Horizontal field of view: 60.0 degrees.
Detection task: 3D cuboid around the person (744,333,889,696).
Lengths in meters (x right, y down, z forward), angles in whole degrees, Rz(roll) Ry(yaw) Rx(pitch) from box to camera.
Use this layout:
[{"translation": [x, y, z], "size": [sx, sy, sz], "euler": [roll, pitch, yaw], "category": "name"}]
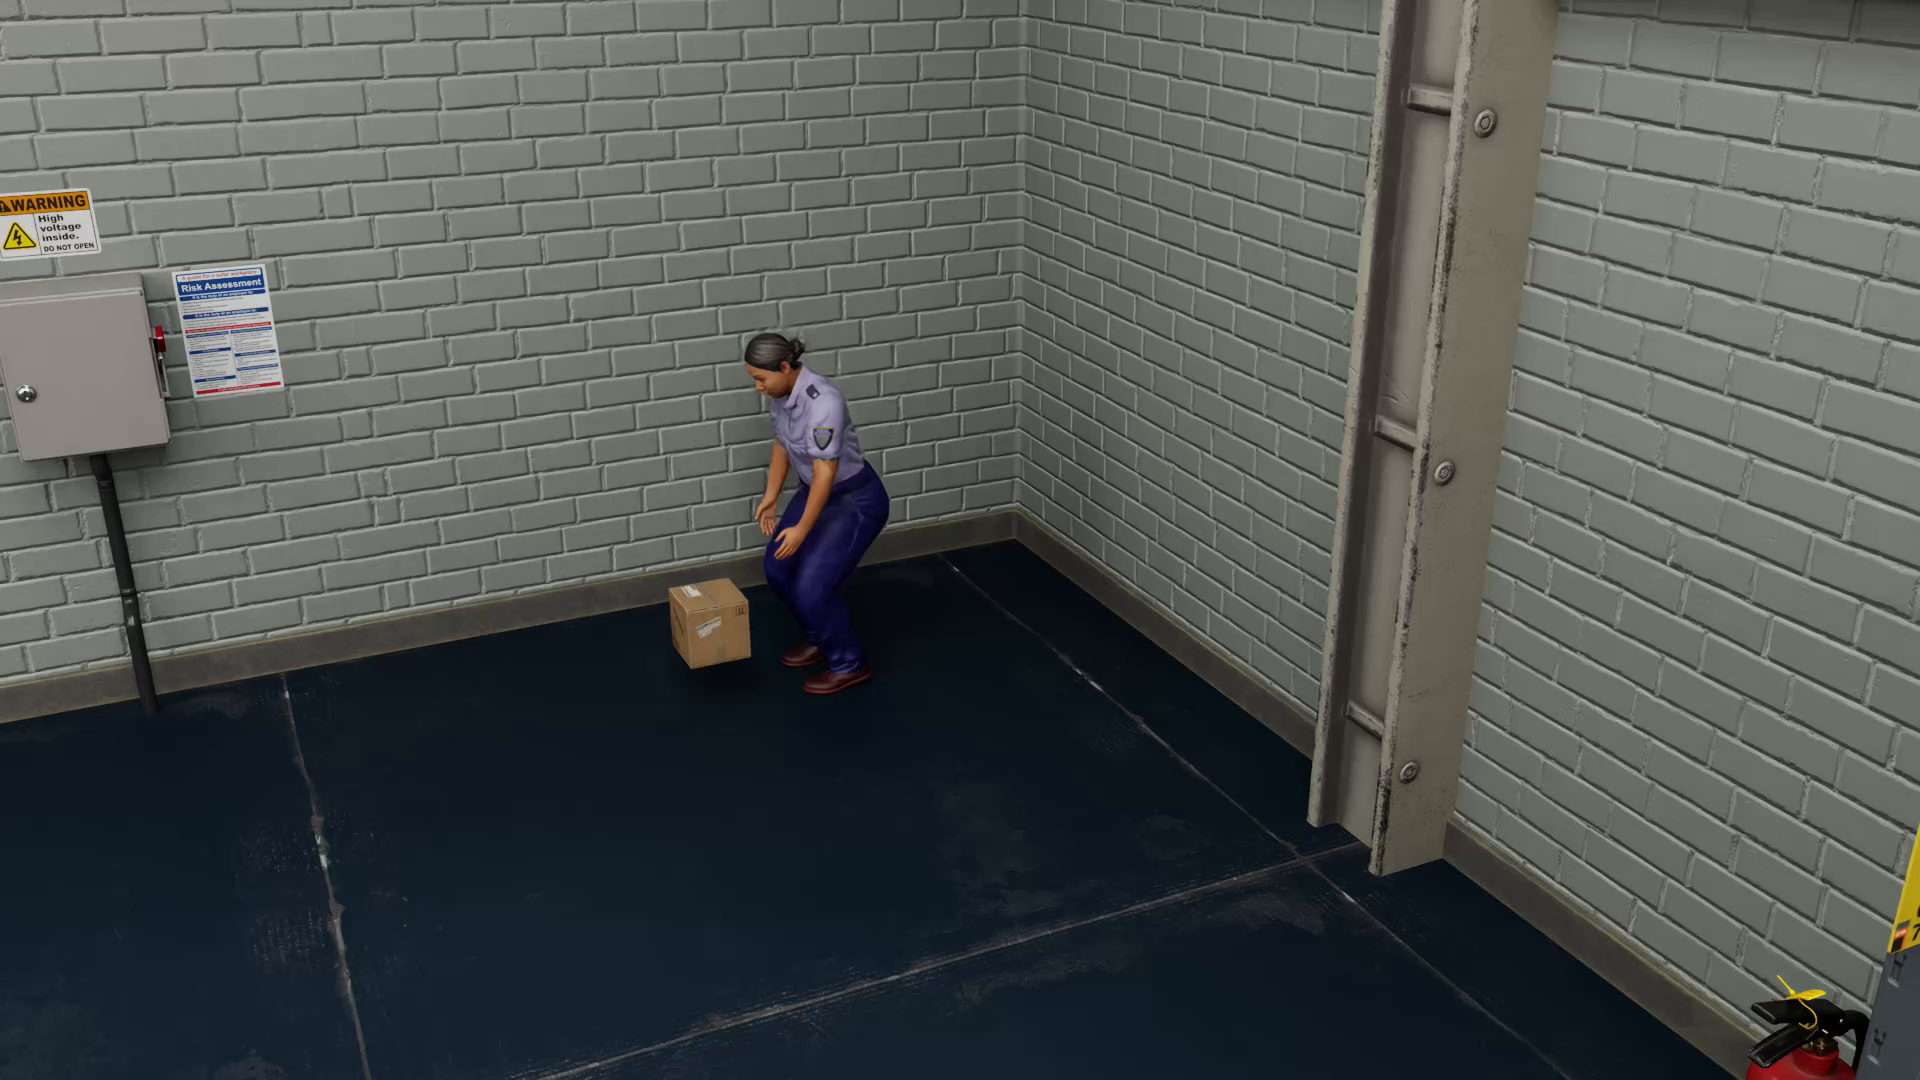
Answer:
[{"translation": [-0.559, -0.120, 6.629], "size": [0.552, 1.490, 0.525], "euler": [-10, 24, -23], "category": "person"}]
